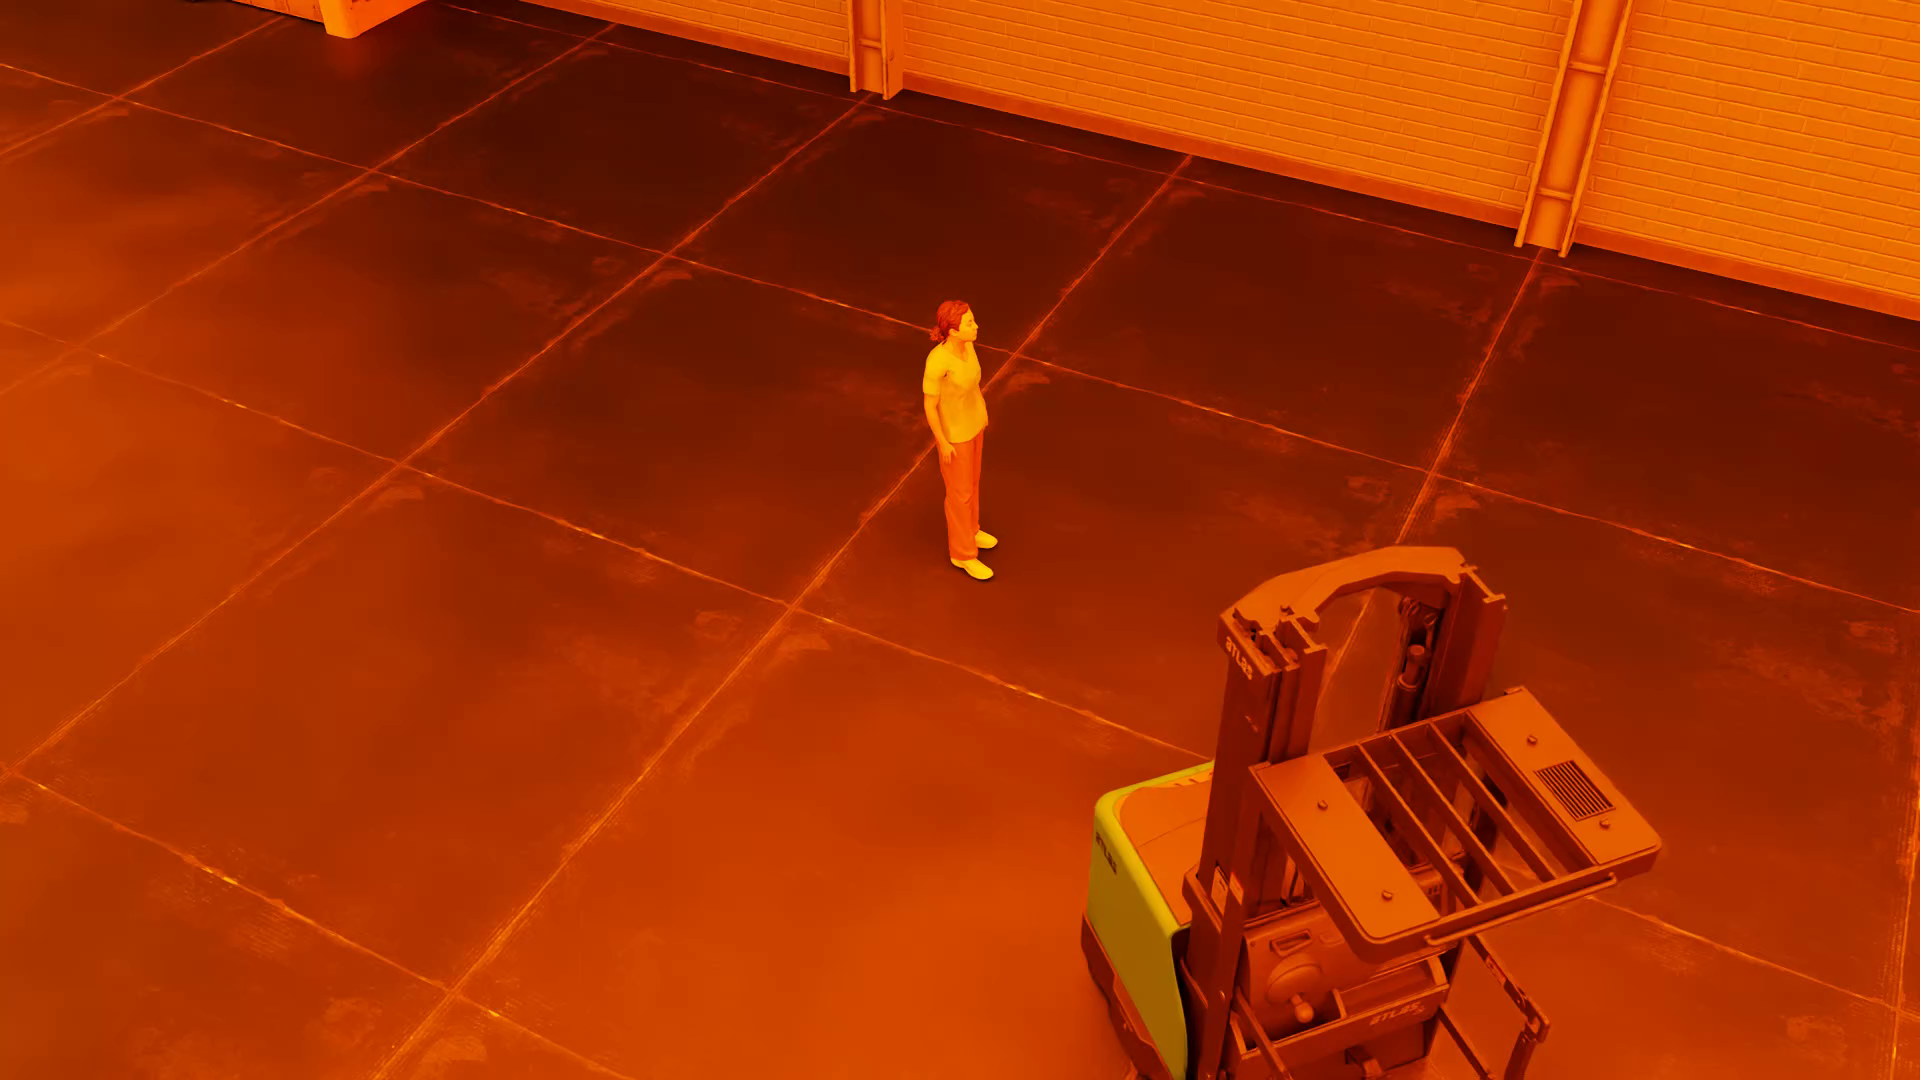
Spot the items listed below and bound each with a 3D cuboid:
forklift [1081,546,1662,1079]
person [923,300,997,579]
[{"bbox_3d":[1.568,1.597,6.091,1.130,2.935,3.031,-14,42,-16],"label":"forklift"},{"bbox_3d":[0.070,-0.608,9.684,0.526,1.657,0.553,18,43,21],"label":"person"}]
